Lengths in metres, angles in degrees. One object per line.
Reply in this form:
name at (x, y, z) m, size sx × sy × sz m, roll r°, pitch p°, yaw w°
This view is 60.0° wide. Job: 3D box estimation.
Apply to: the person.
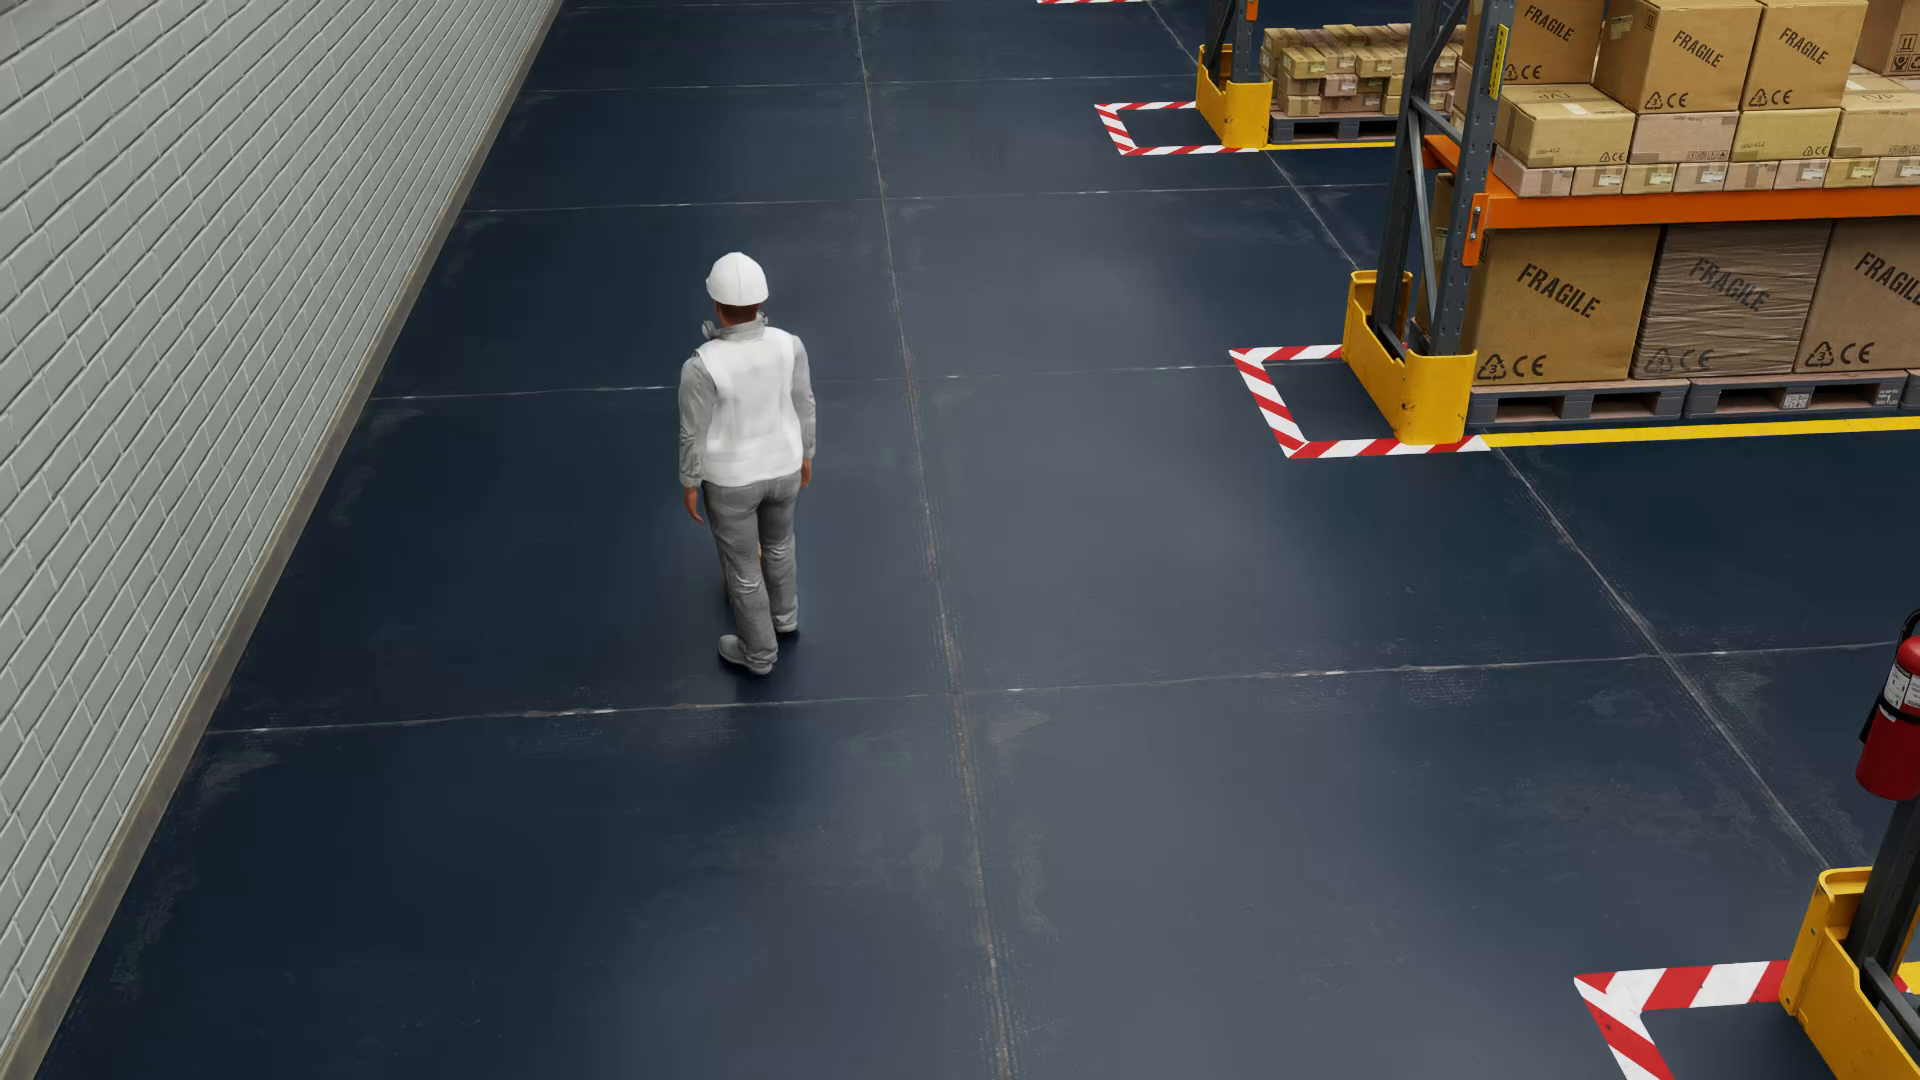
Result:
person at (-0.884, -0.309, 6.626) m, size 0.571 × 1.791 × 0.529 m, roll -18°, pitch 35°, yaw -27°
